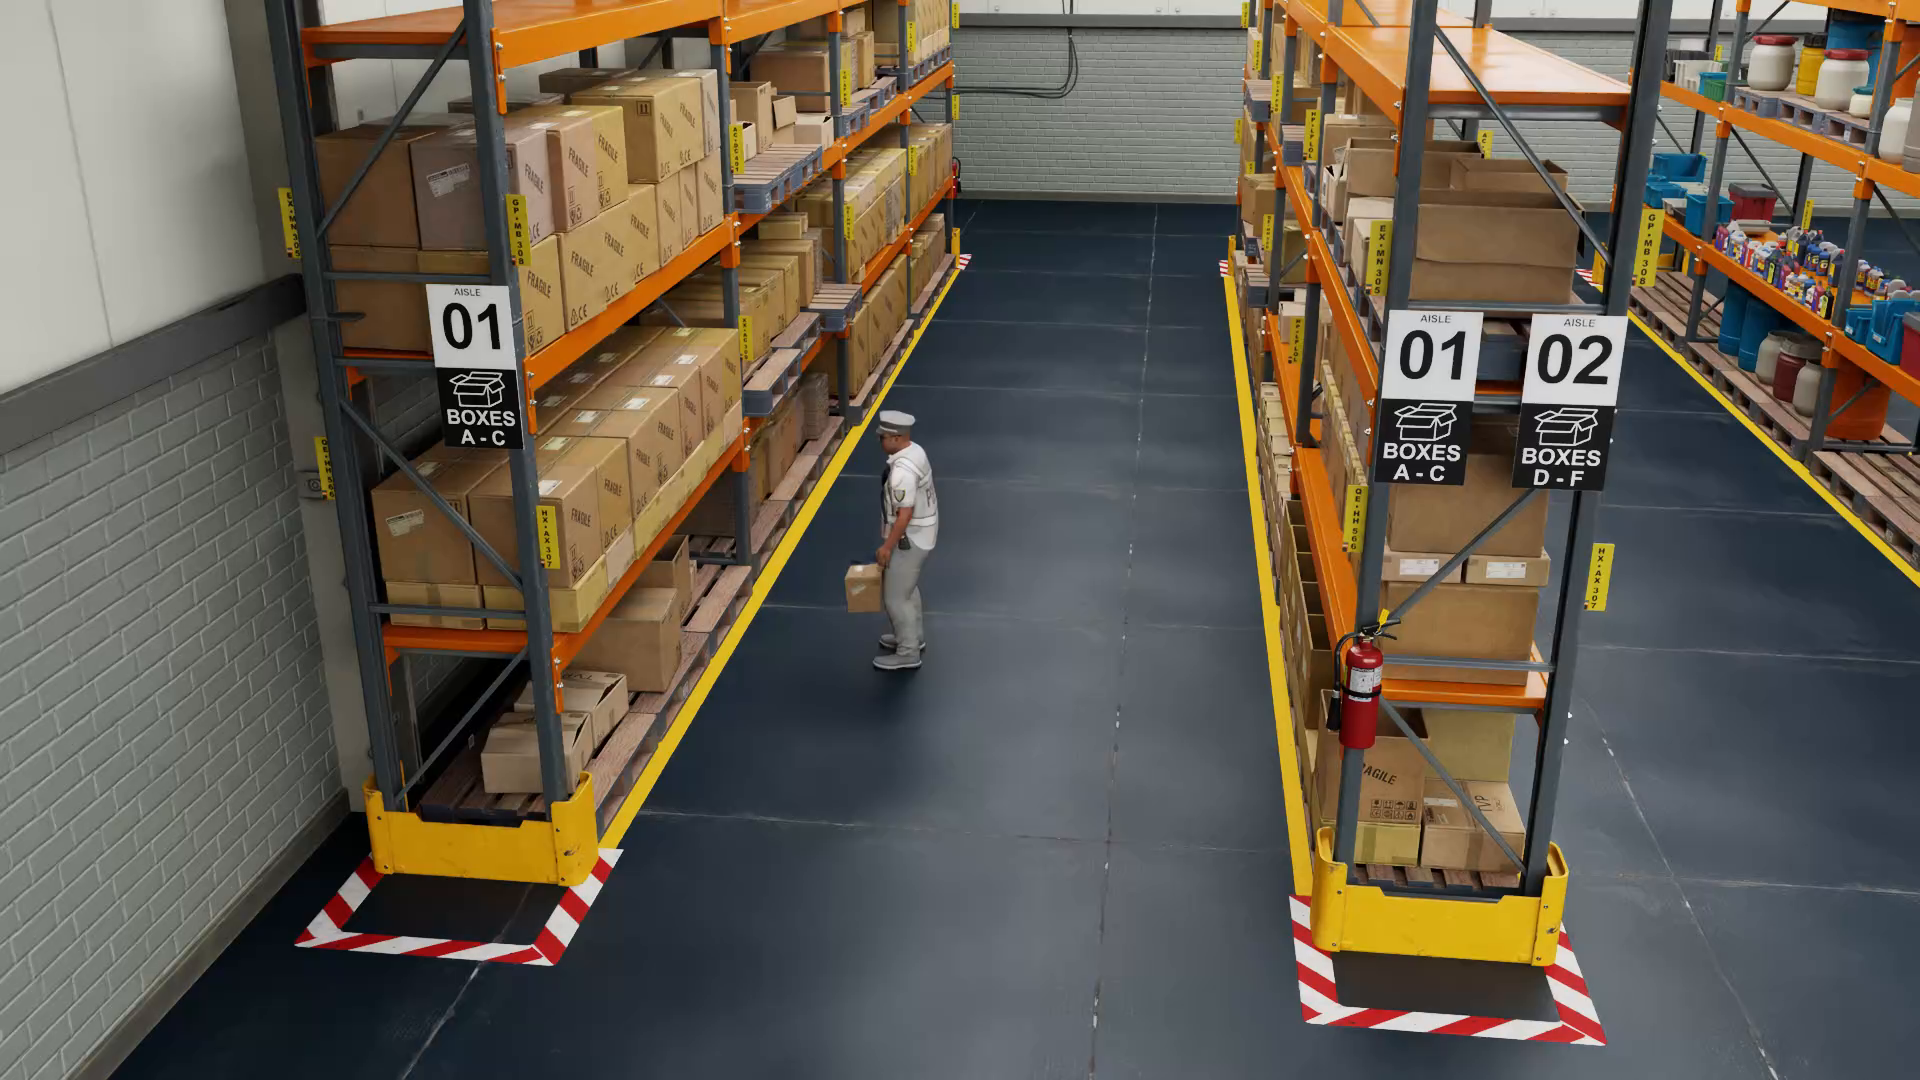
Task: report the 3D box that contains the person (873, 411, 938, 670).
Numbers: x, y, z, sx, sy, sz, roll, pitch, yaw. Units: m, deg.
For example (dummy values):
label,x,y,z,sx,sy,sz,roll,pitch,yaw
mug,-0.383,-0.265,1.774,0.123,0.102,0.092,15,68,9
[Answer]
label,x,y,z,sx,sy,sz,roll,pitch,yaw
person,-0.366,-0.010,11.086,0.434,1.756,0.560,2,21,5
